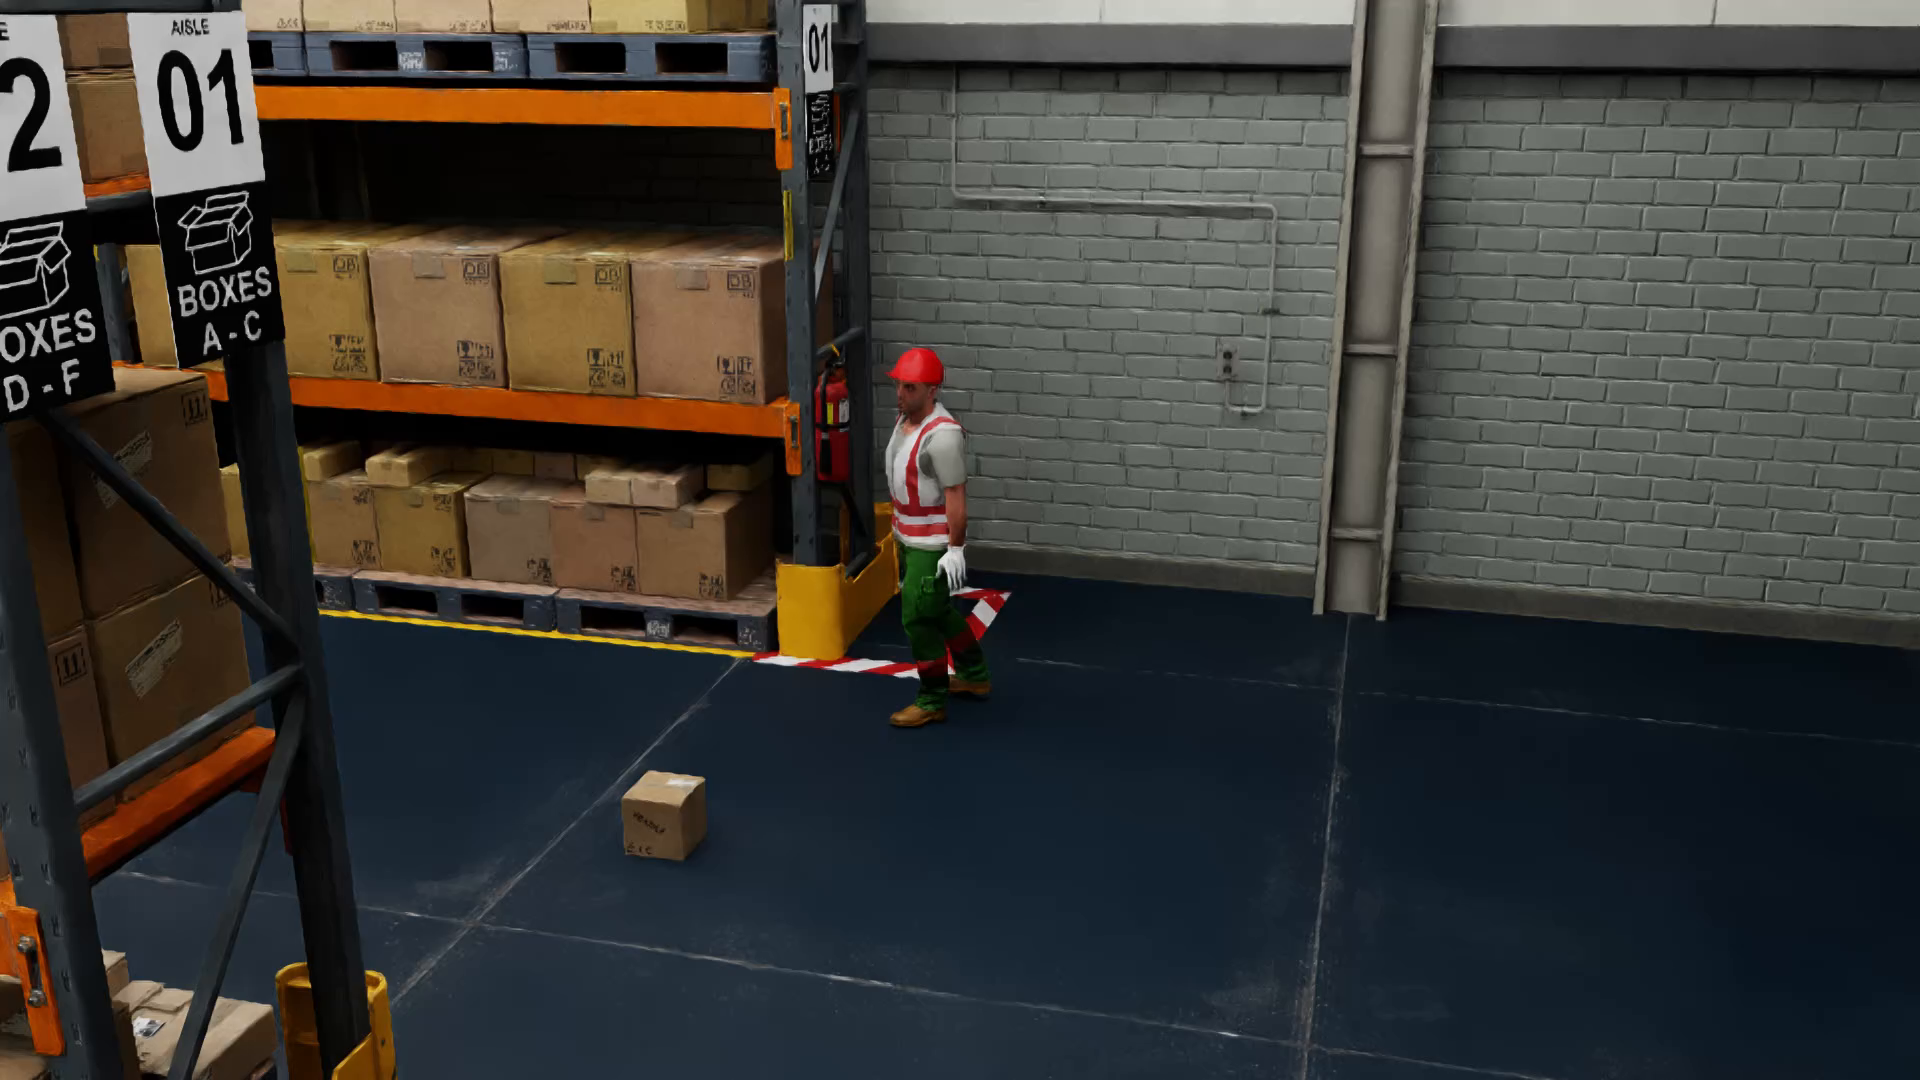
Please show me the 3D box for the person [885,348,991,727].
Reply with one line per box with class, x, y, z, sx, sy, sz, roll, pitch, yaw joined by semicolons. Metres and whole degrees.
person;-0.087;-0.021;7.591;0.562;1.777;0.584;-7;19;-20
